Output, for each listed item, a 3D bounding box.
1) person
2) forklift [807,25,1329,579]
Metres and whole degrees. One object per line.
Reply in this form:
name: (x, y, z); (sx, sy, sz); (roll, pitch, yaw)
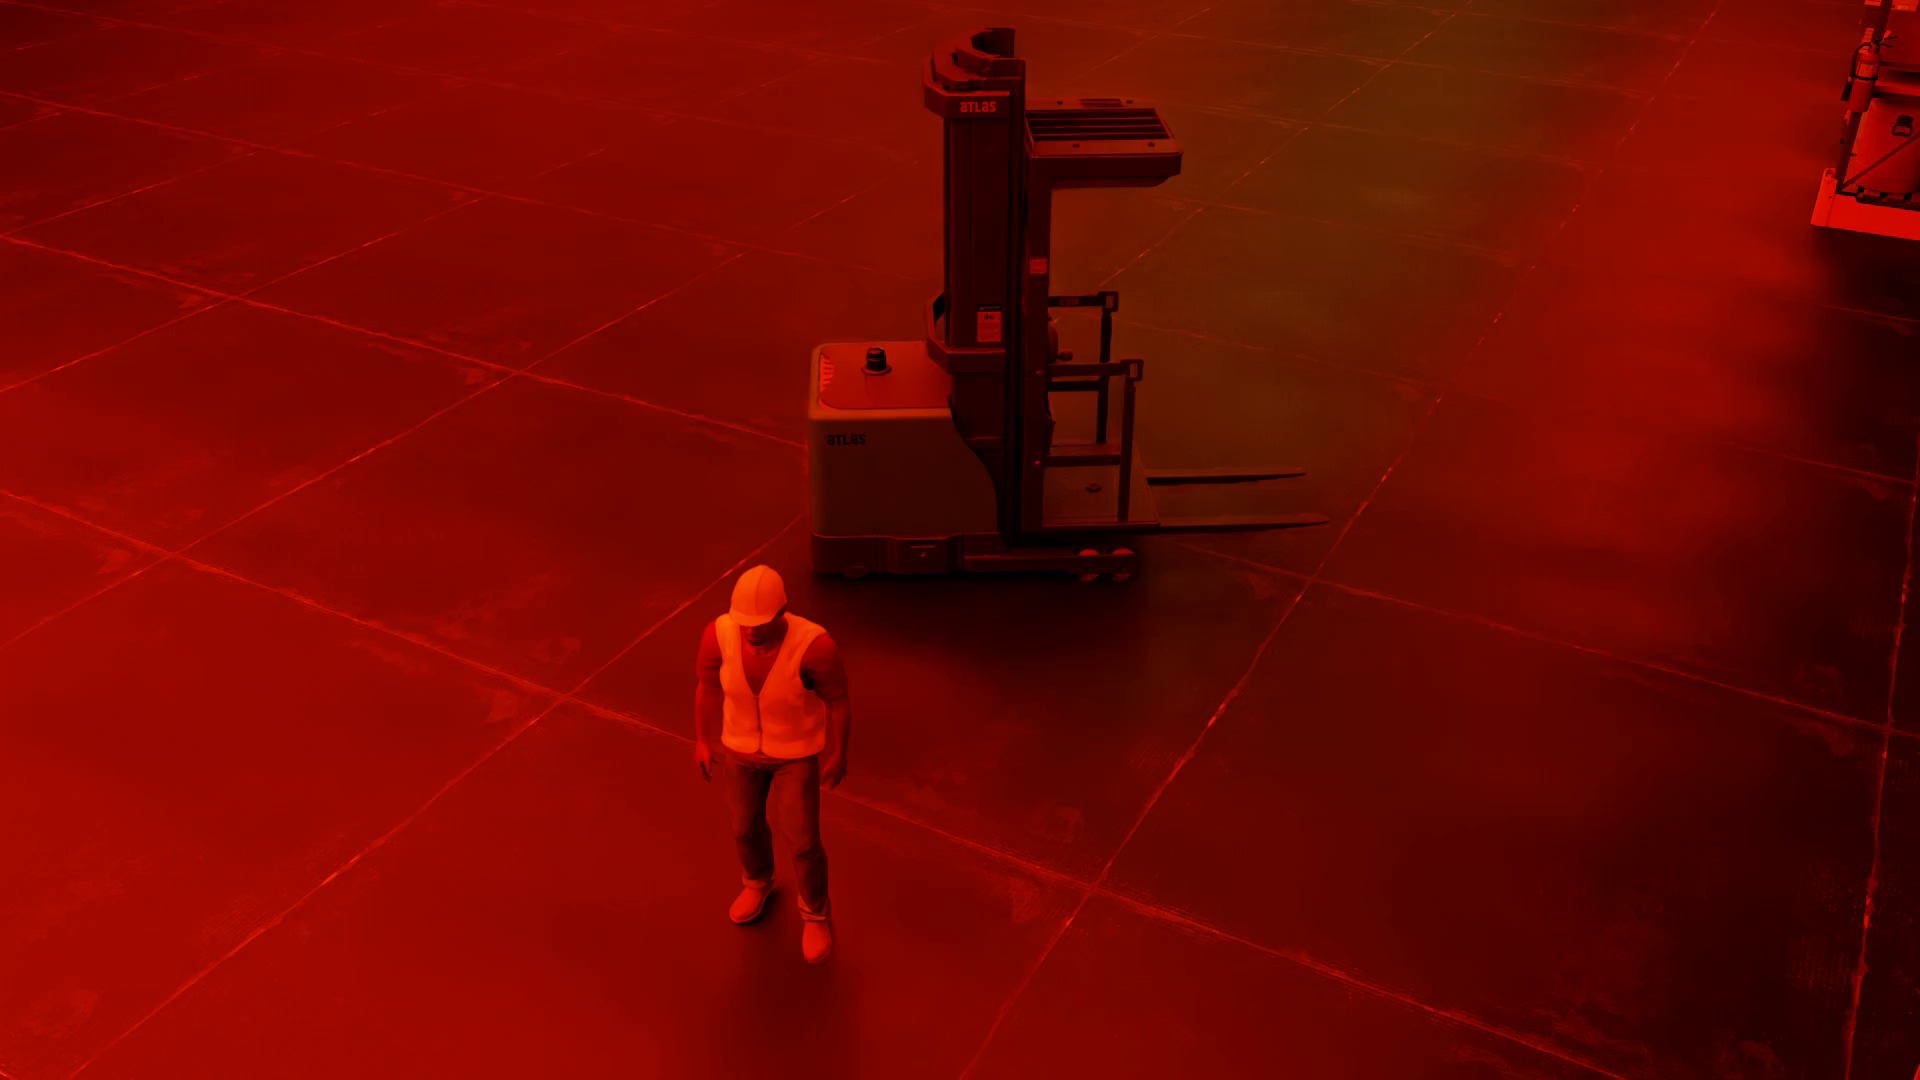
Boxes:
person: (-0.778, 0.873, 6.753); (0.646, 1.772, 0.470); (8, 31, 13)
forklift: (0.636, -1.312, 9.344); (3.031, 2.935, 1.130); (-1, 30, -3)
